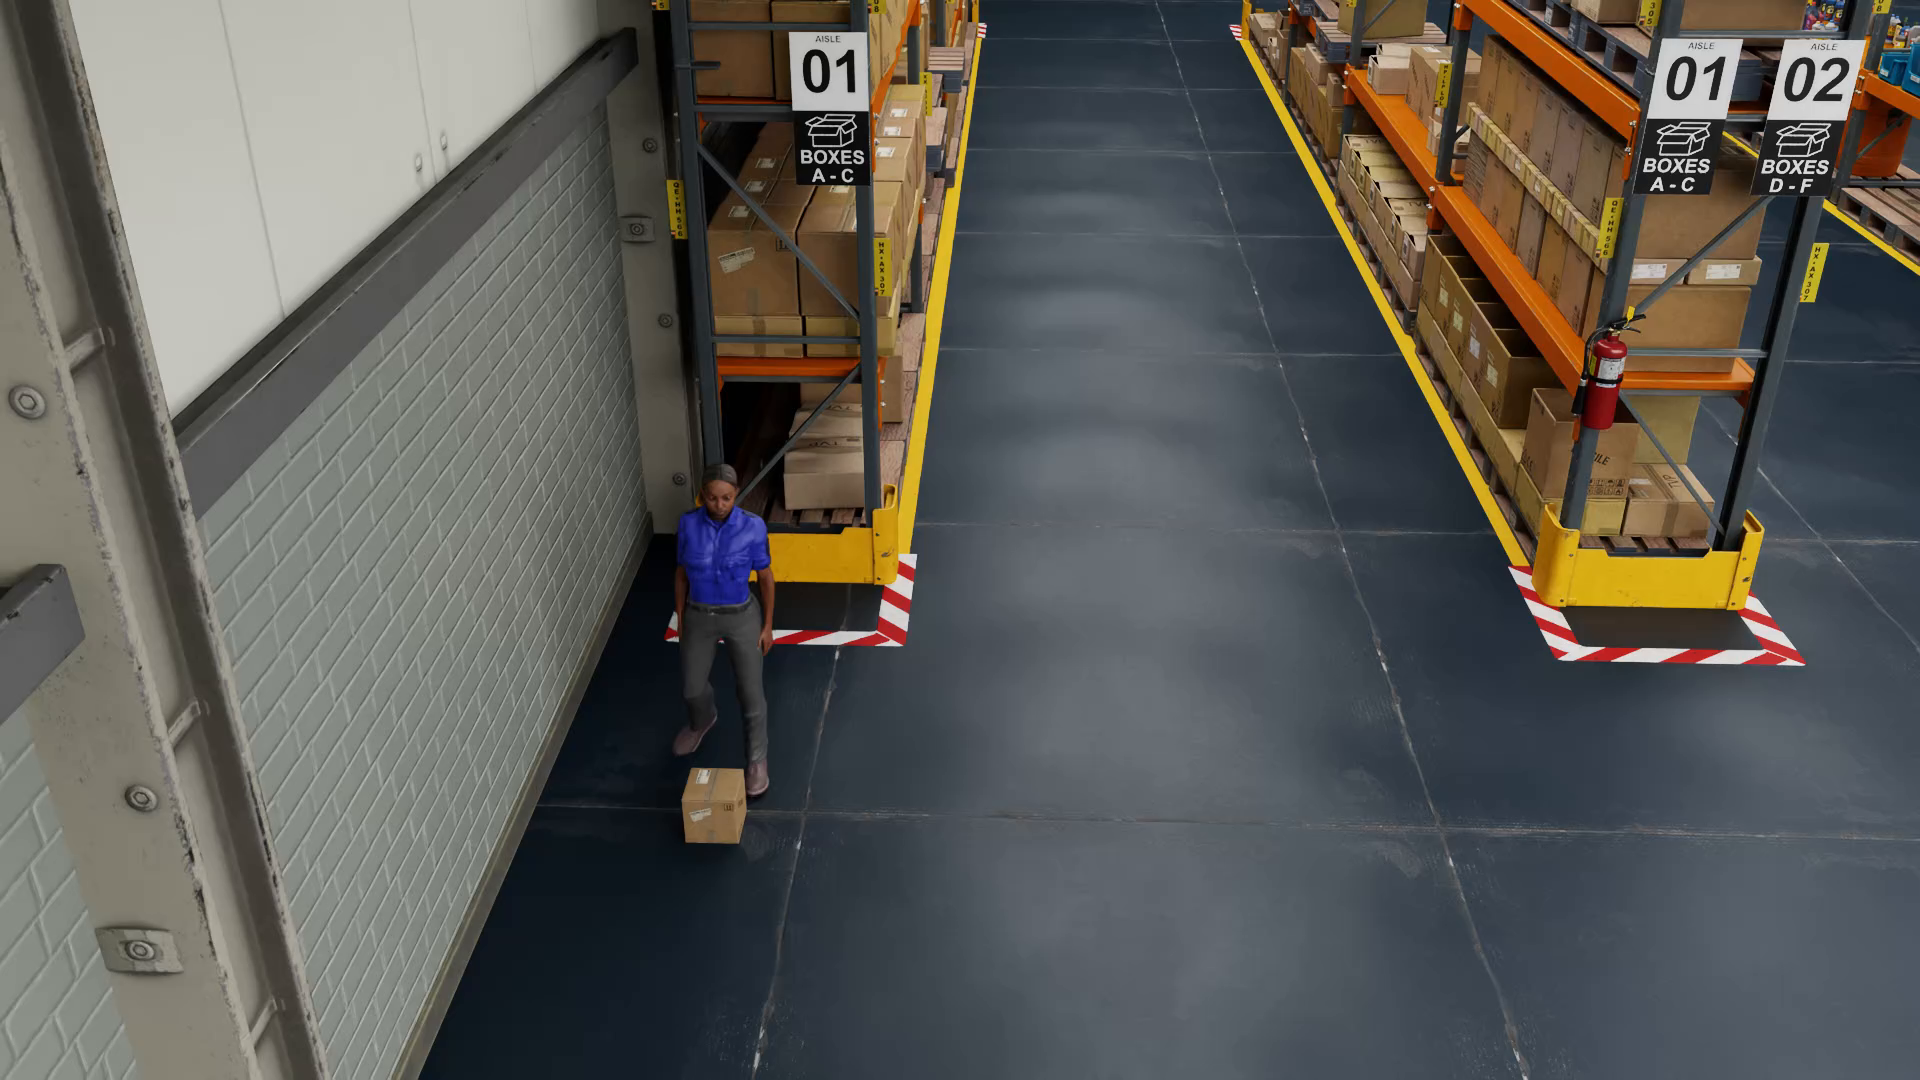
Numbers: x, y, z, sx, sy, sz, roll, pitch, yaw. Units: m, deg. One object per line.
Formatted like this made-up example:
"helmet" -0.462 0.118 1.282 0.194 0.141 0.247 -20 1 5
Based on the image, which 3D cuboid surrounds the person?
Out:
"person" -1.100 0.406 7.887 0.439 1.660 0.302 2 28 3
